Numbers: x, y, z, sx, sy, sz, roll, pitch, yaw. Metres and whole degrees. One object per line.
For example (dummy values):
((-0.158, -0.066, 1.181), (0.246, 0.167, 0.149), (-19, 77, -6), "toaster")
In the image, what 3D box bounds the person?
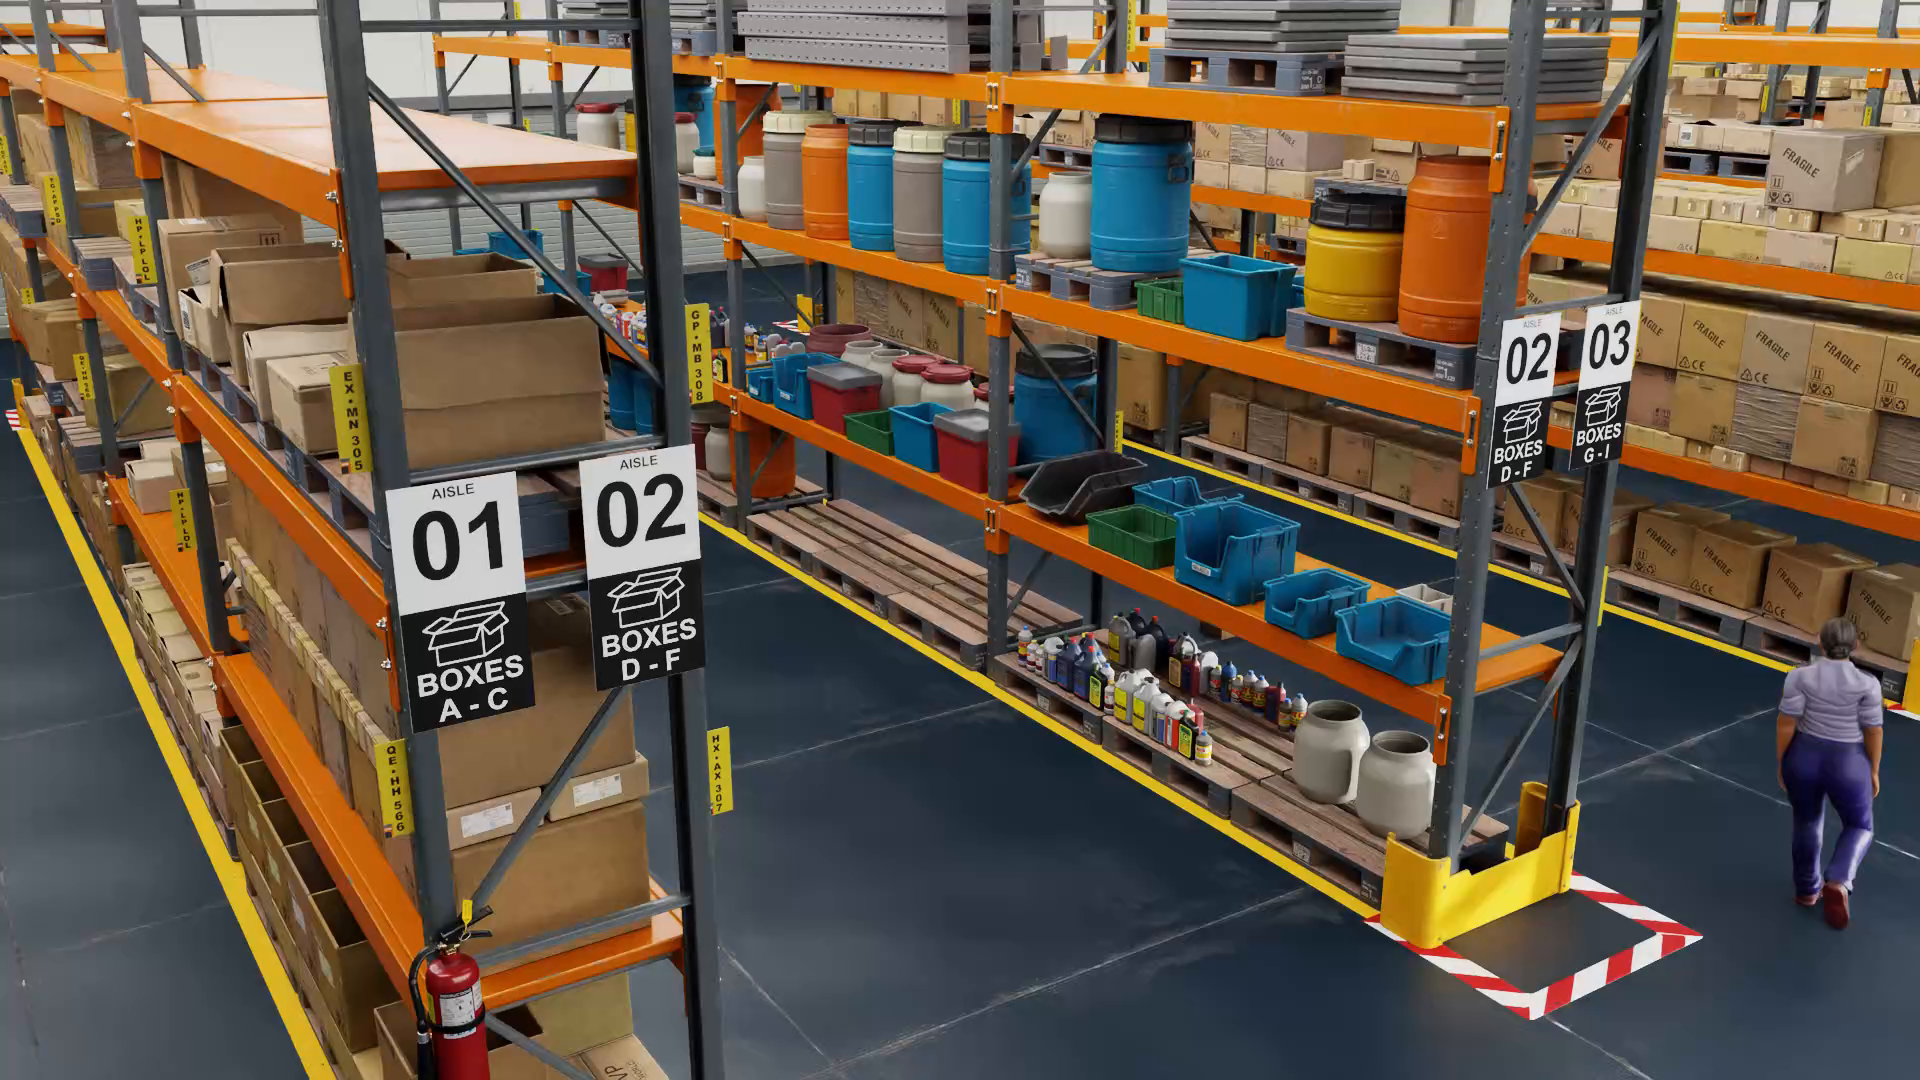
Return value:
((4.419, 1.168, 8.490), (0.509, 1.621, 0.637), (13, 22, 35), "person")
